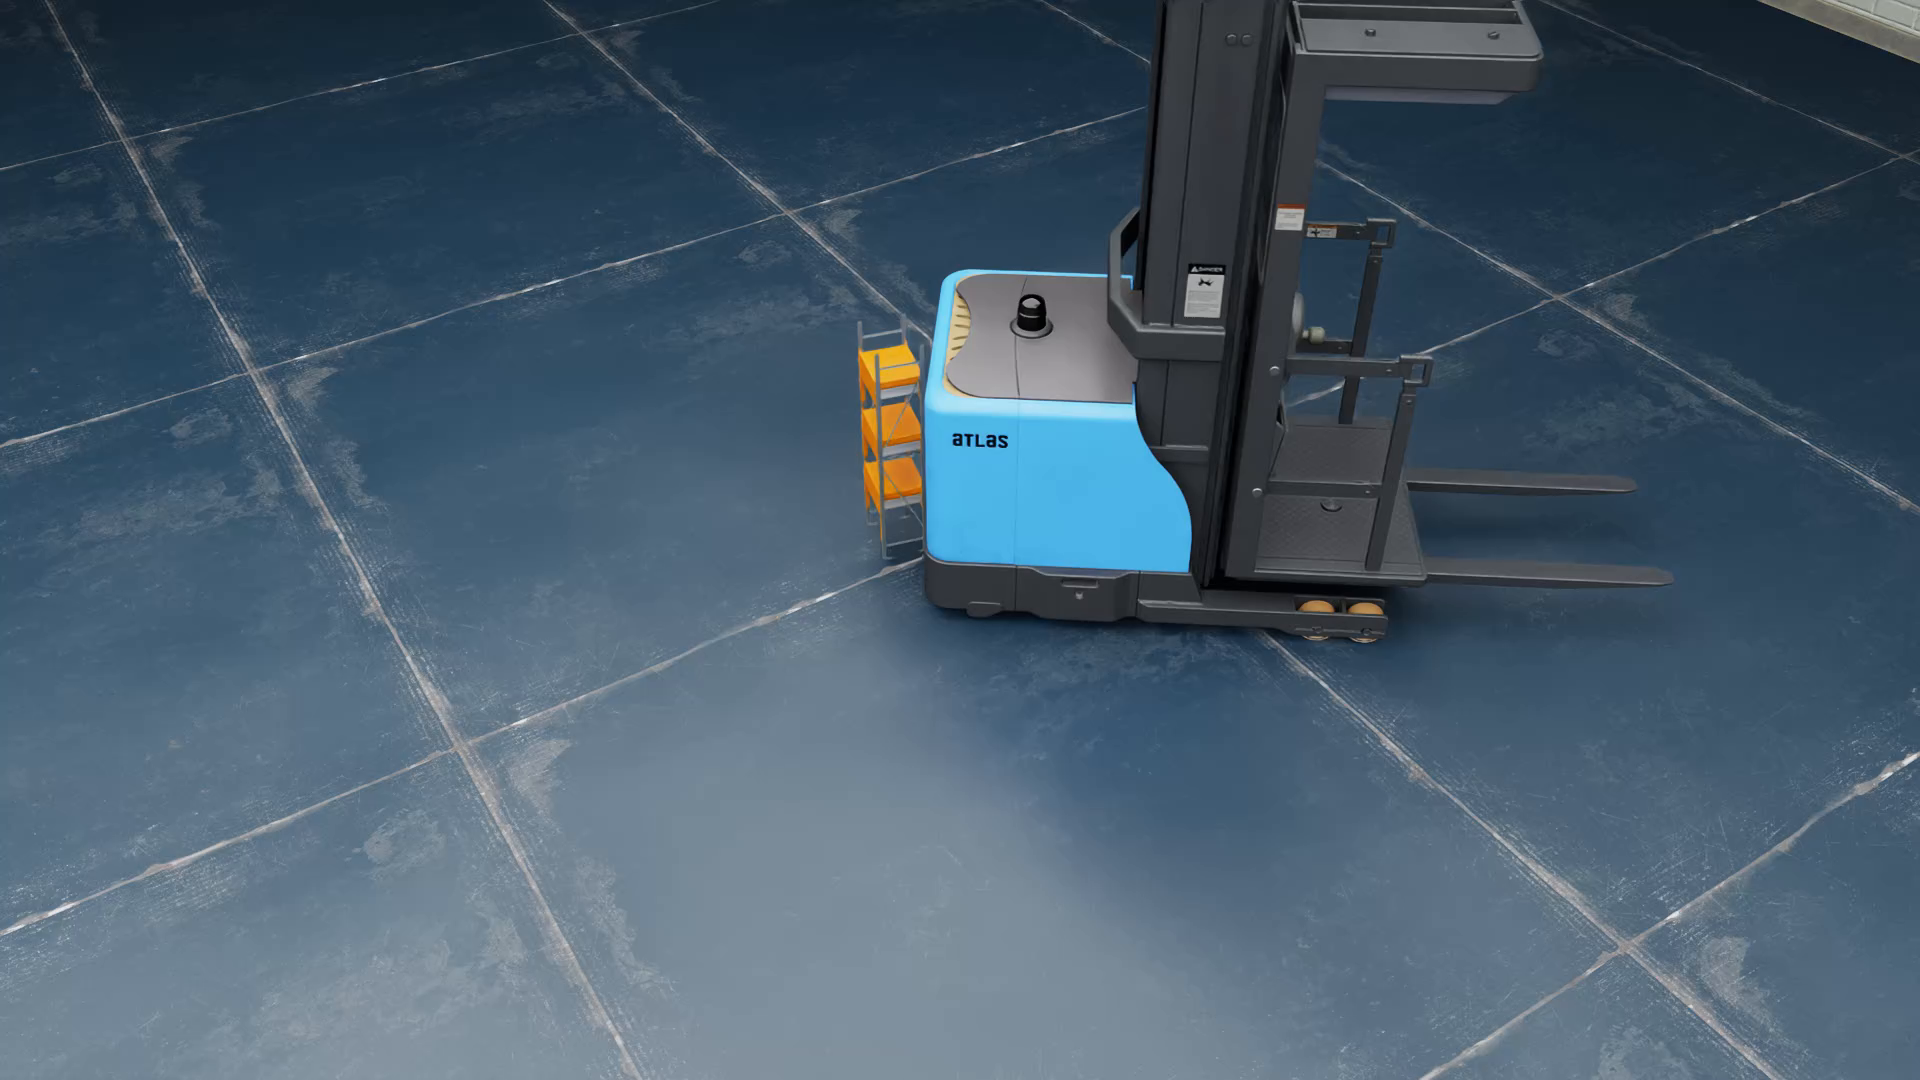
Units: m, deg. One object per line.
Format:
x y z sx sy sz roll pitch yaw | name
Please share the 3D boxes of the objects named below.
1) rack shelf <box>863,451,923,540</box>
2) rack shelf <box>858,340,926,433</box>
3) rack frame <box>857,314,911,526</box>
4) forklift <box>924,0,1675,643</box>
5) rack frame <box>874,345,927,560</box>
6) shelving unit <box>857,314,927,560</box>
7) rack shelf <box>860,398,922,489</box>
-0.276 -0.192 7.111 0.215 0.259 0.240 -12 41 -14 | rack shelf
-0.276 -0.623 6.751 0.215 0.259 0.240 -12 41 -14 | rack shelf
-0.315 -0.487 7.015 0.200 1.050 0.008 -12 41 -14 | rack frame
1.394 -1.064 6.237 3.031 2.935 1.130 3 40 3 | forklift
-0.238 -0.339 6.837 0.200 1.050 0.008 -12 41 -14 | rack frame
-0.276 -0.413 6.926 0.215 1.050 0.252 -12 41 -14 | shelving unit
-0.276 -0.405 6.933 0.215 0.259 0.240 -12 41 -14 | rack shelf
